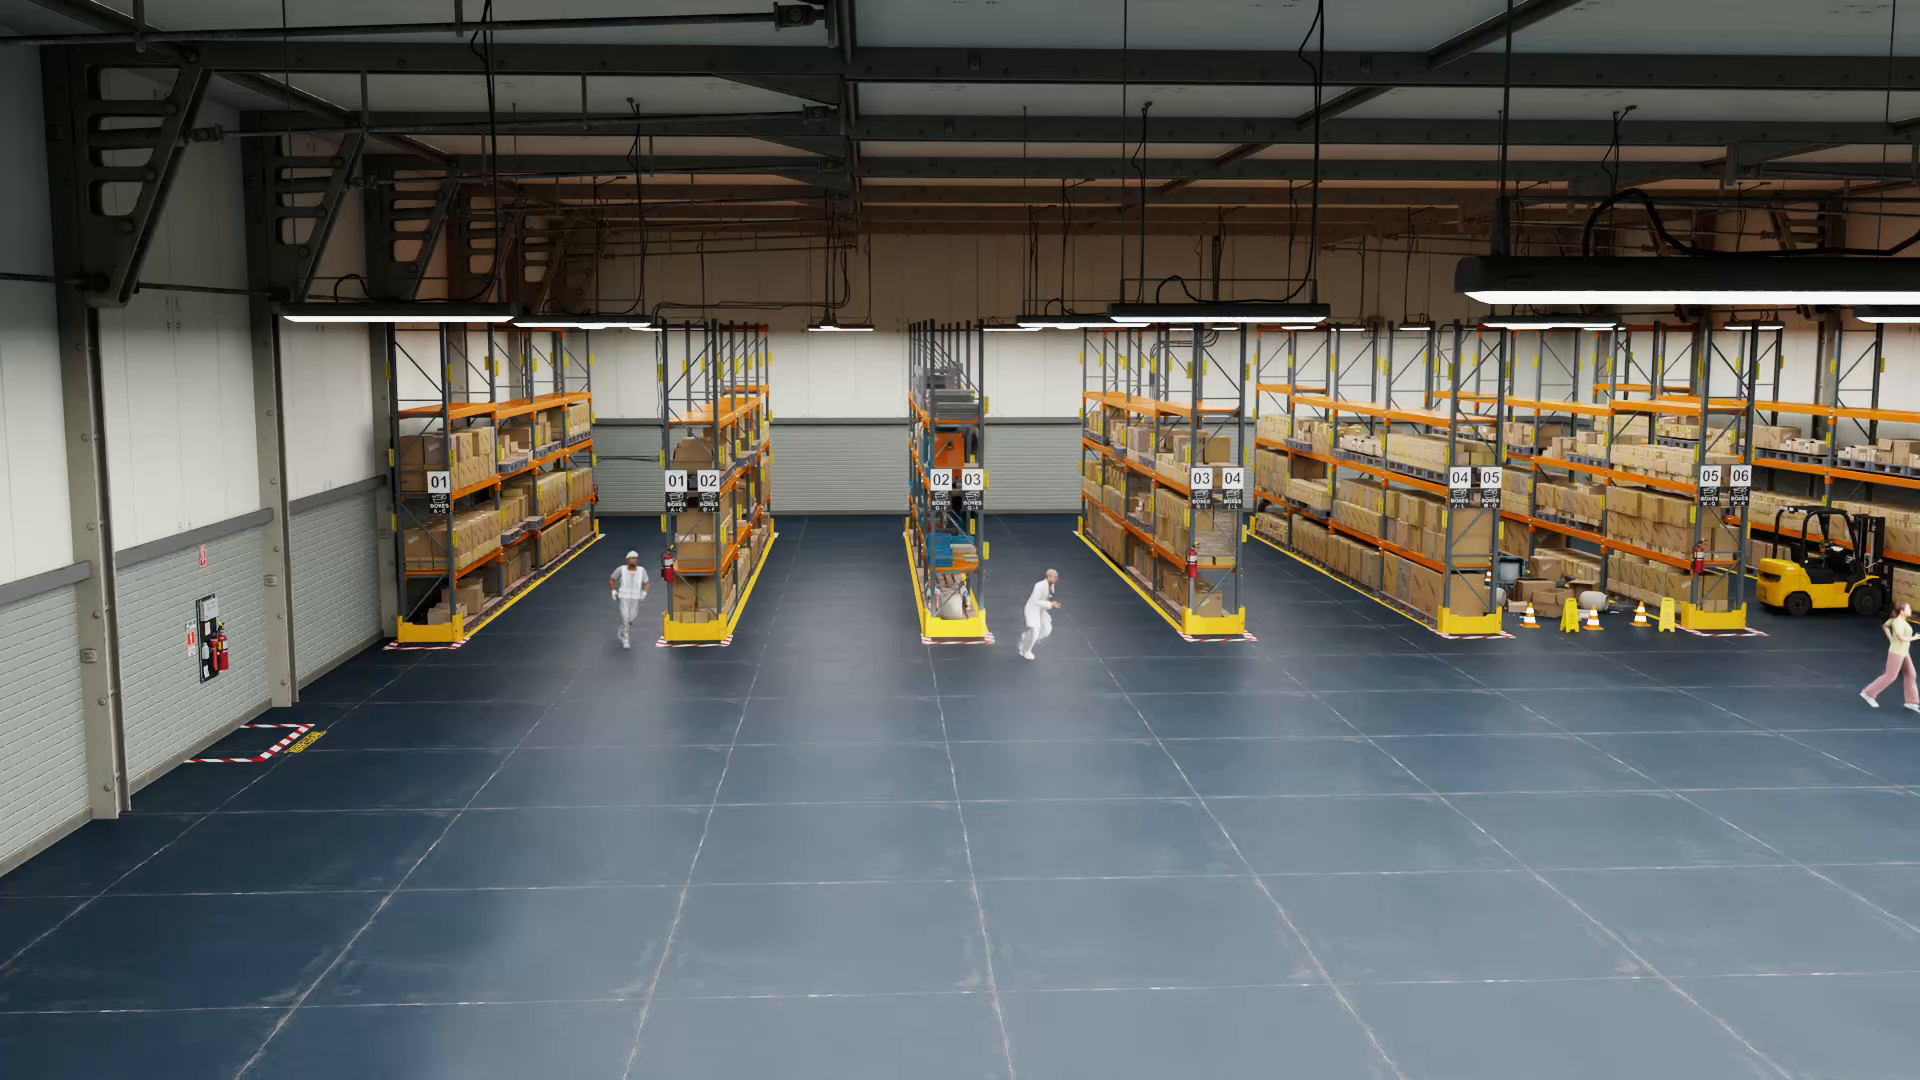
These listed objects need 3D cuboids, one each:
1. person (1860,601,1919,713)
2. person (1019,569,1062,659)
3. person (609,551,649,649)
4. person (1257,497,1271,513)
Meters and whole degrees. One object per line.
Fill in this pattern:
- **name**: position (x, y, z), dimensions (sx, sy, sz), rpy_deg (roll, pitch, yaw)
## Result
- **person**: position (14.226, 1.760, 25.261), dimensions (0.894, 1.697, 0.593), rpy_deg (5, 8, 34)
- **person**: position (1.456, 1.301, 29.423), dimensions (0.906, 1.625, 0.725), rpy_deg (5, 8, 33)
- **person**: position (-6.094, 1.080, 30.698), dimensions (0.730, 1.751, 0.731), rpy_deg (-3, 8, -25)
- **person**: position (9.005, -1.175, 49.268), dimensions (0.538, 1.631, 0.728), rpy_deg (4, 8, 28)
